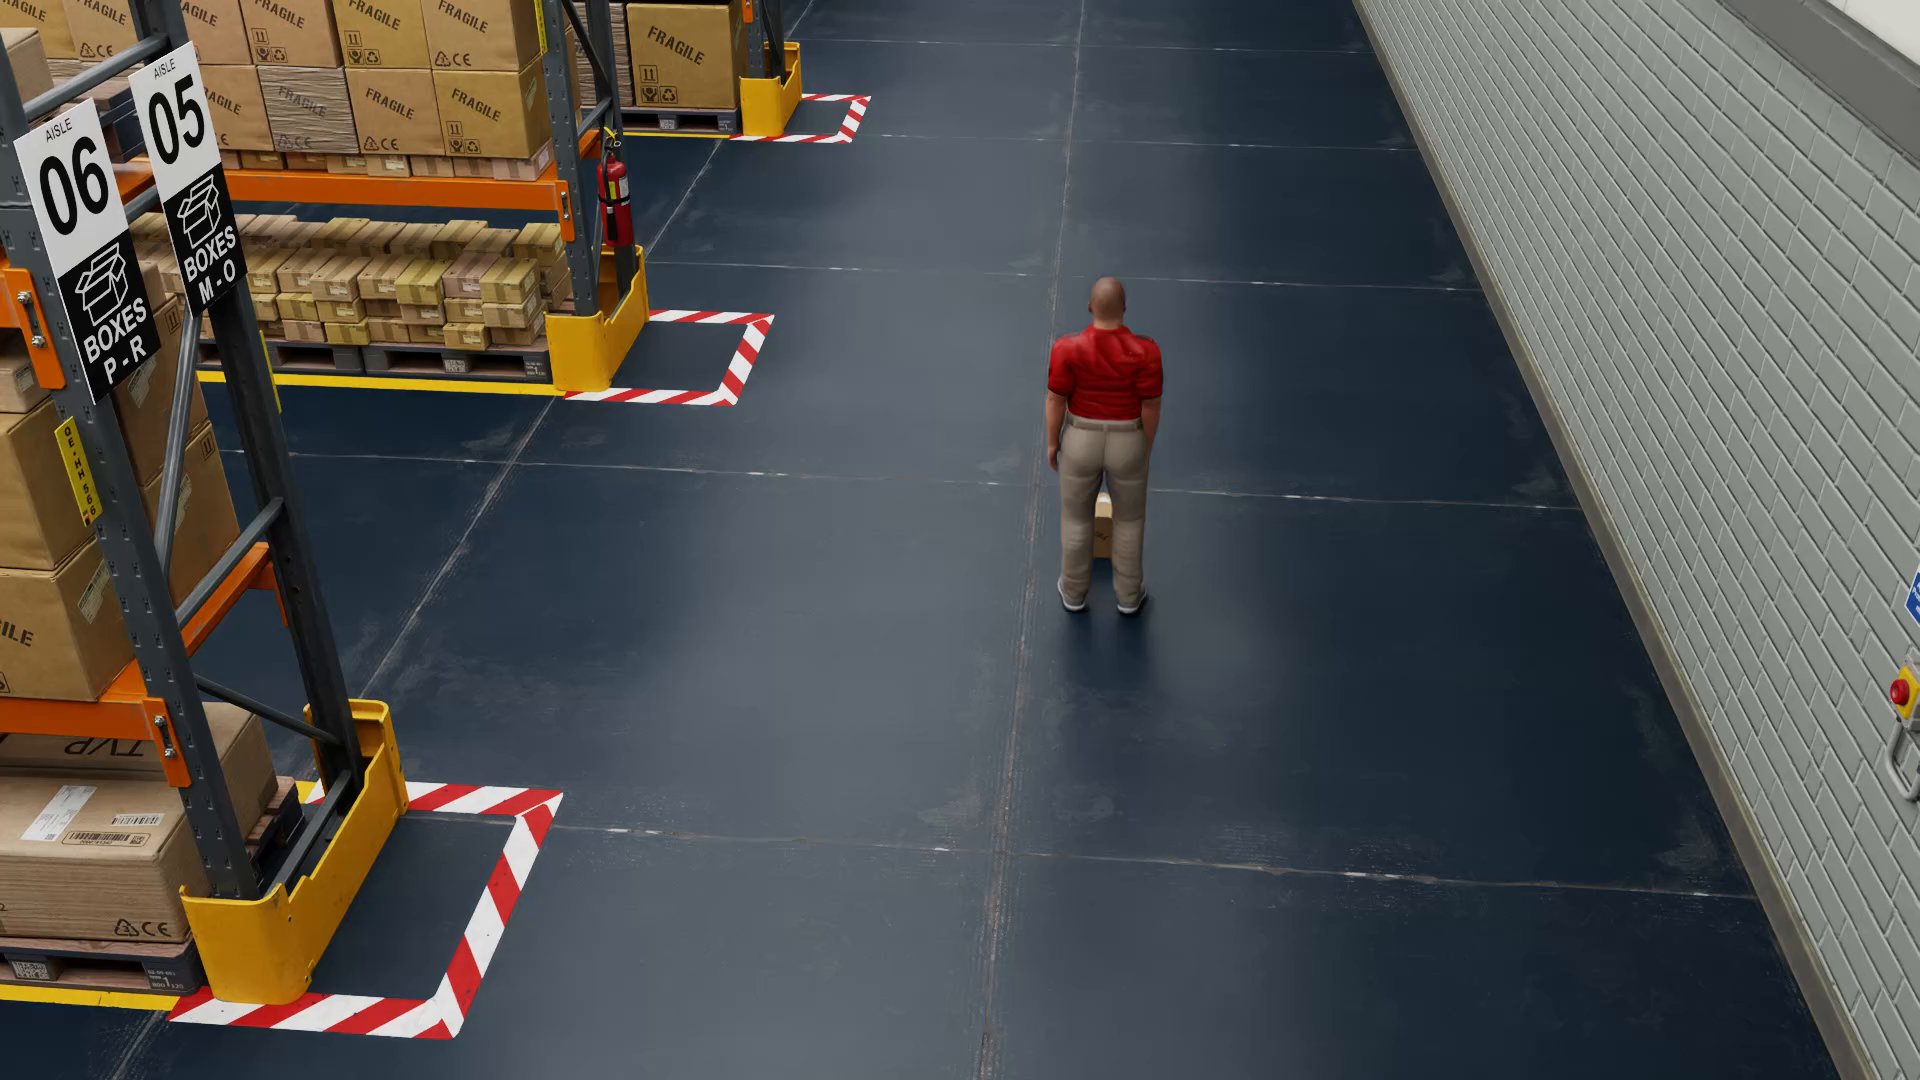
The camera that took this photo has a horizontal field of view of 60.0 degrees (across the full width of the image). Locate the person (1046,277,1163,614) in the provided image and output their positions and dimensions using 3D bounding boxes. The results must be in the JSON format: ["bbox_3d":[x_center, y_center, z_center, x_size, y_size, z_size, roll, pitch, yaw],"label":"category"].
[{"bbox_3d":[0.670,-0.449,7.886,0.533,1.736,0.351,3,32,4],"label":"person"}]
